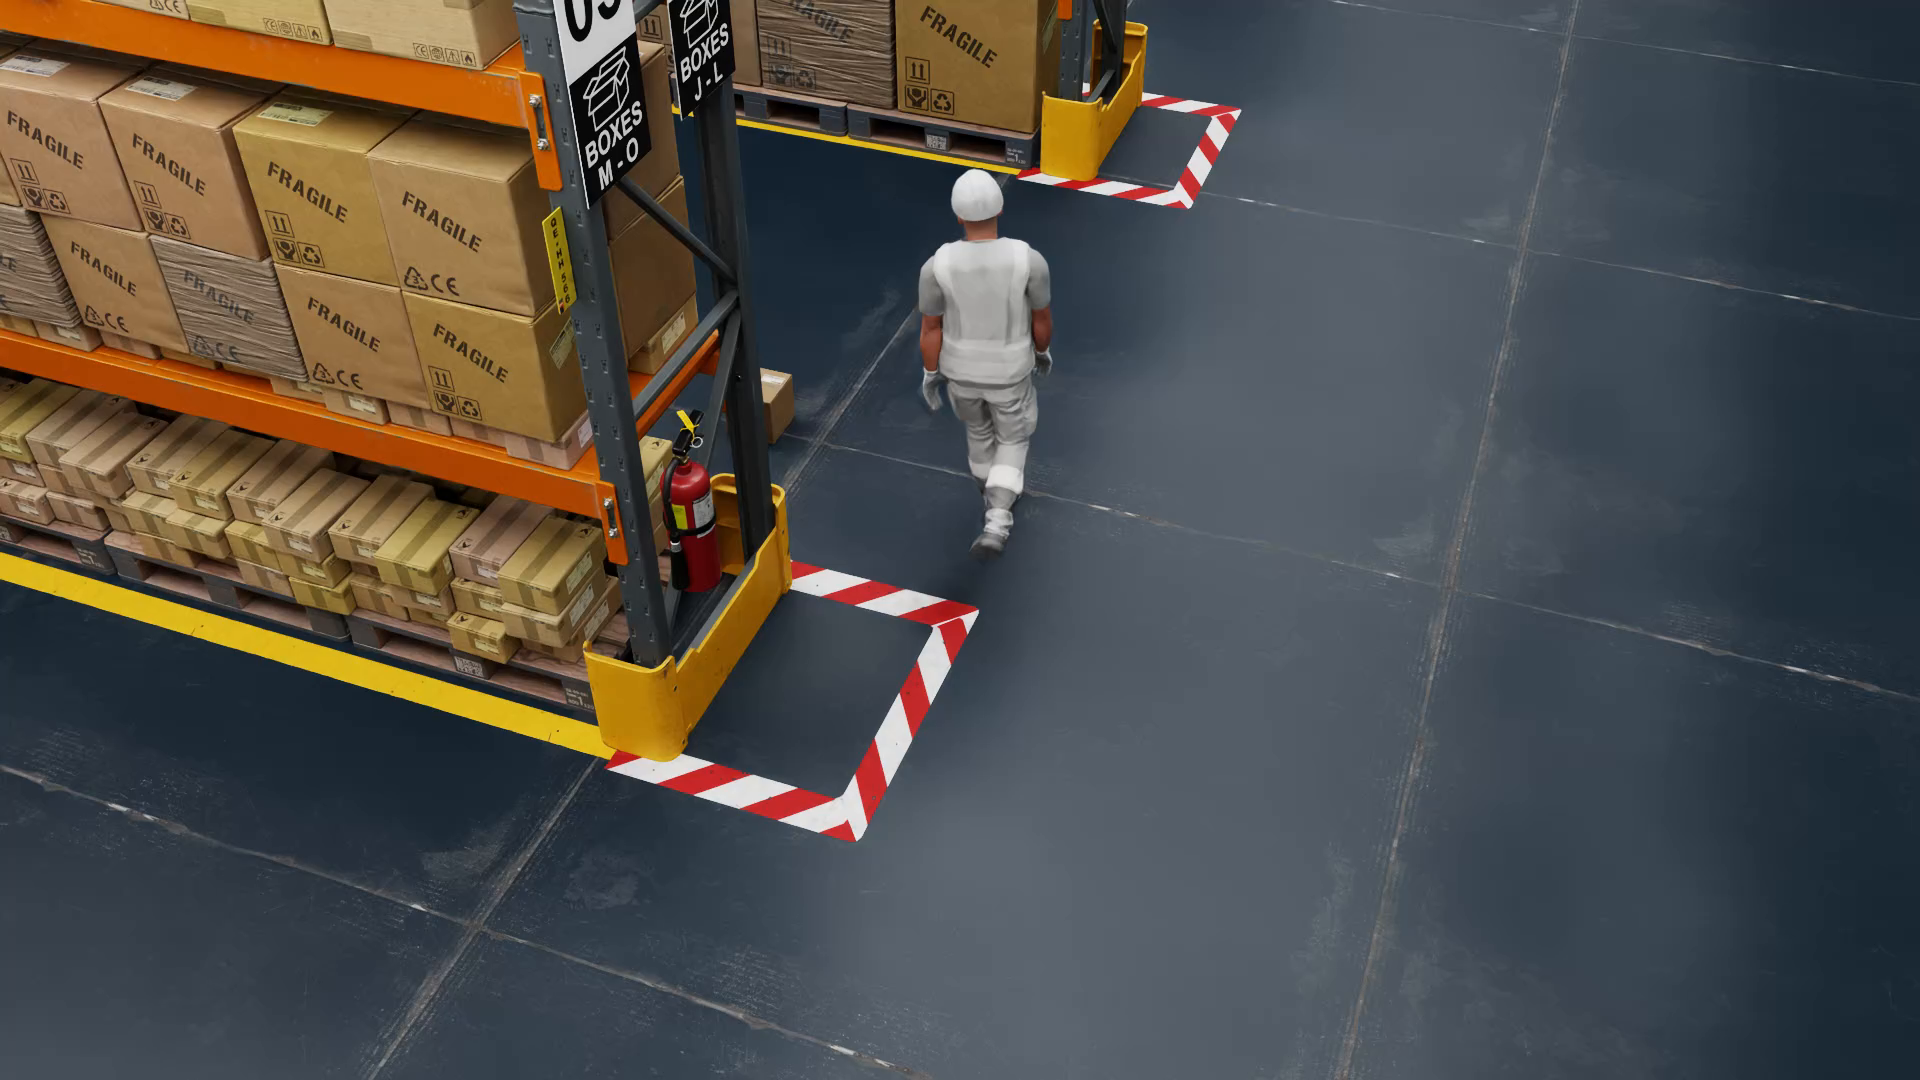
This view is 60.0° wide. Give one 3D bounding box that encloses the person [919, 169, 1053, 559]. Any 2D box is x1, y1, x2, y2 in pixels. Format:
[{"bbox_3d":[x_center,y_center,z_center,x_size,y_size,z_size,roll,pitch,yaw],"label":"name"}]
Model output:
[{"bbox_3d":[0.101,-0.689,6.933,0.541,1.771,0.833,6,41,7],"label":"person"}]
